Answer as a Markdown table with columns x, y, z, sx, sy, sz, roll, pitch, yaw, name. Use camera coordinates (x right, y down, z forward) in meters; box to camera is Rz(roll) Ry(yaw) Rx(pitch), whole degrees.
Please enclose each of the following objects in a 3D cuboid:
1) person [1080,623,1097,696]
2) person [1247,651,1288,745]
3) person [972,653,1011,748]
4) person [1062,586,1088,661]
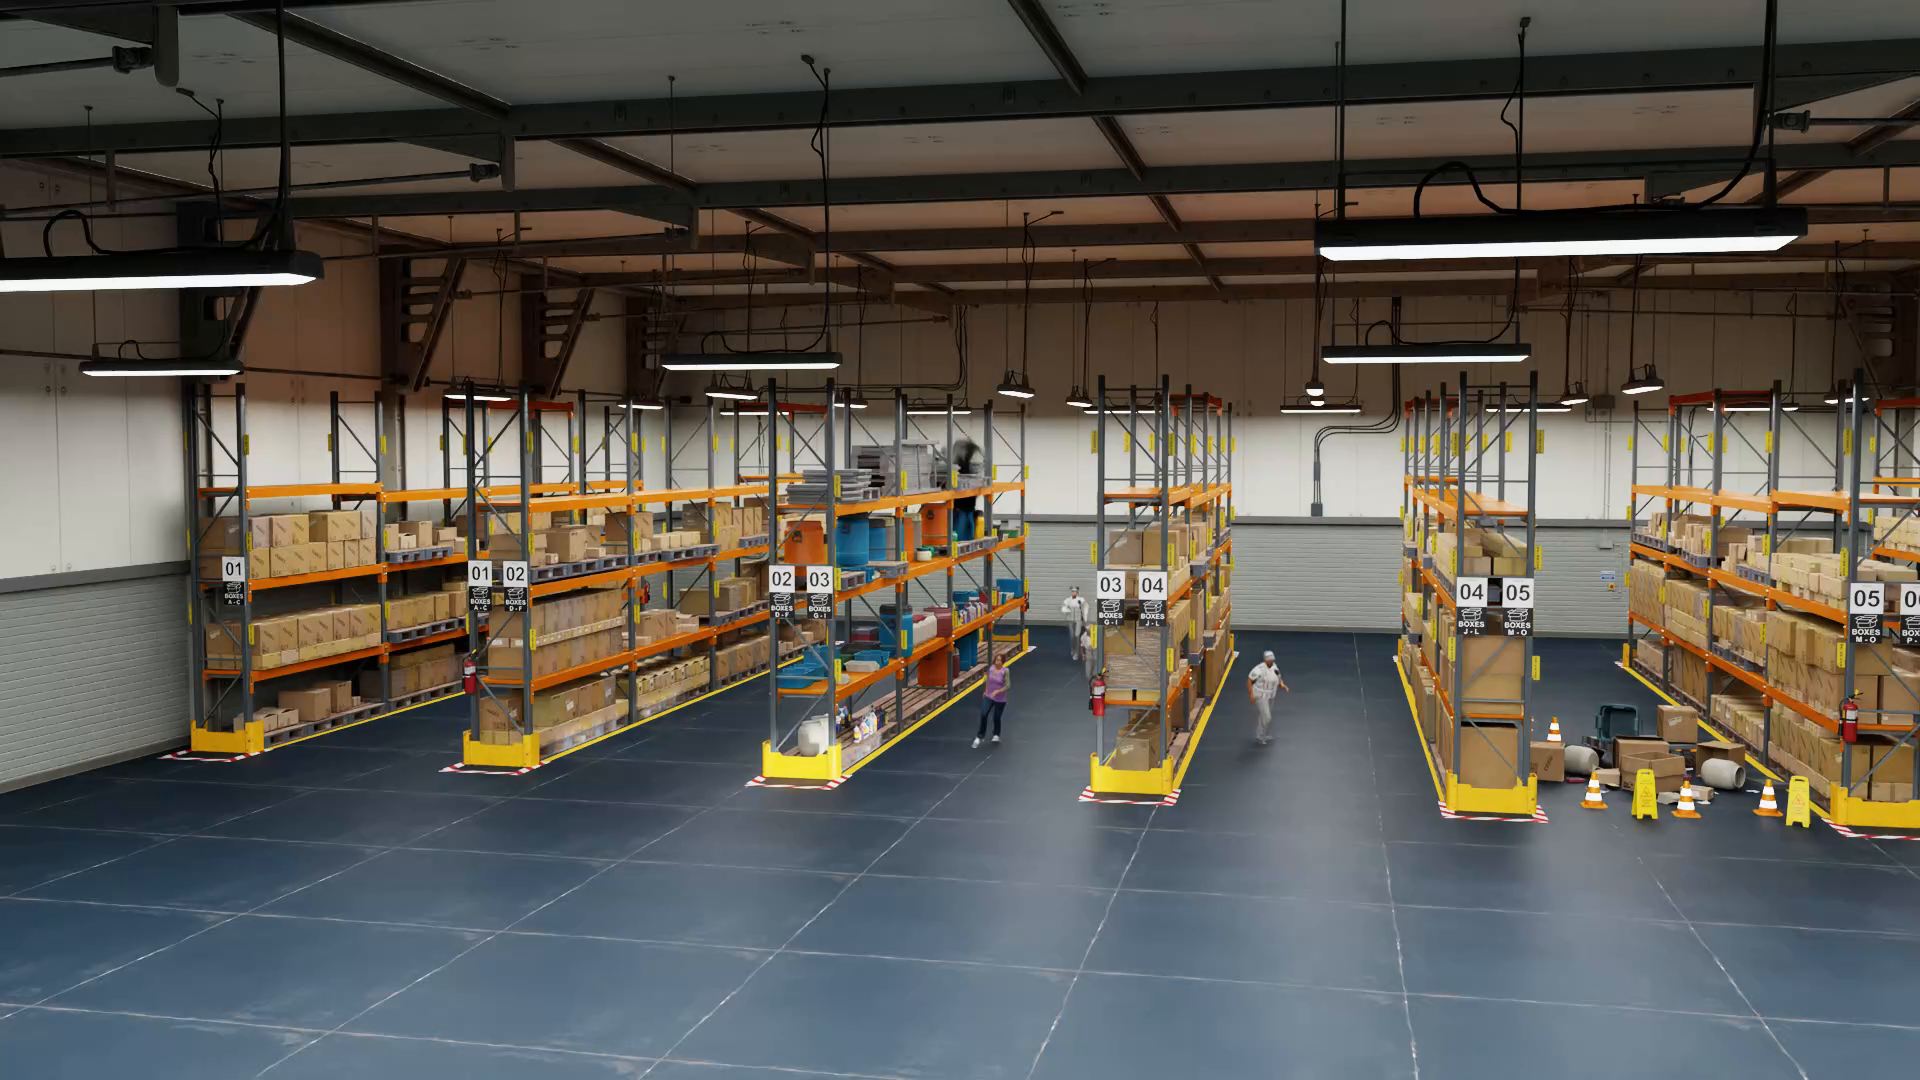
| x | y | z | sx | sy | sz | roll | pitch | yaw | name |
| --- | --- | --- | --- | --- | --- | --- | --- | --- | --- |
| 2.685 | 2.369 | 33.015 | 0.574 | 1.506 | 0.811 | 1 | 3 | 21 | person |
| 5.151 | 2.653 | 27.894 | 0.654 | 1.639 | 0.811 | -3 | 4 | -39 | person |
| 0.569 | 2.632 | 27.481 | 0.610 | 1.554 | 0.747 | 1 | 3 | 19 | person |
| 2.682 | 1.929 | 38.897 | 0.586 | 1.736 | 0.845 | 1 | 3 | 11 | person |
